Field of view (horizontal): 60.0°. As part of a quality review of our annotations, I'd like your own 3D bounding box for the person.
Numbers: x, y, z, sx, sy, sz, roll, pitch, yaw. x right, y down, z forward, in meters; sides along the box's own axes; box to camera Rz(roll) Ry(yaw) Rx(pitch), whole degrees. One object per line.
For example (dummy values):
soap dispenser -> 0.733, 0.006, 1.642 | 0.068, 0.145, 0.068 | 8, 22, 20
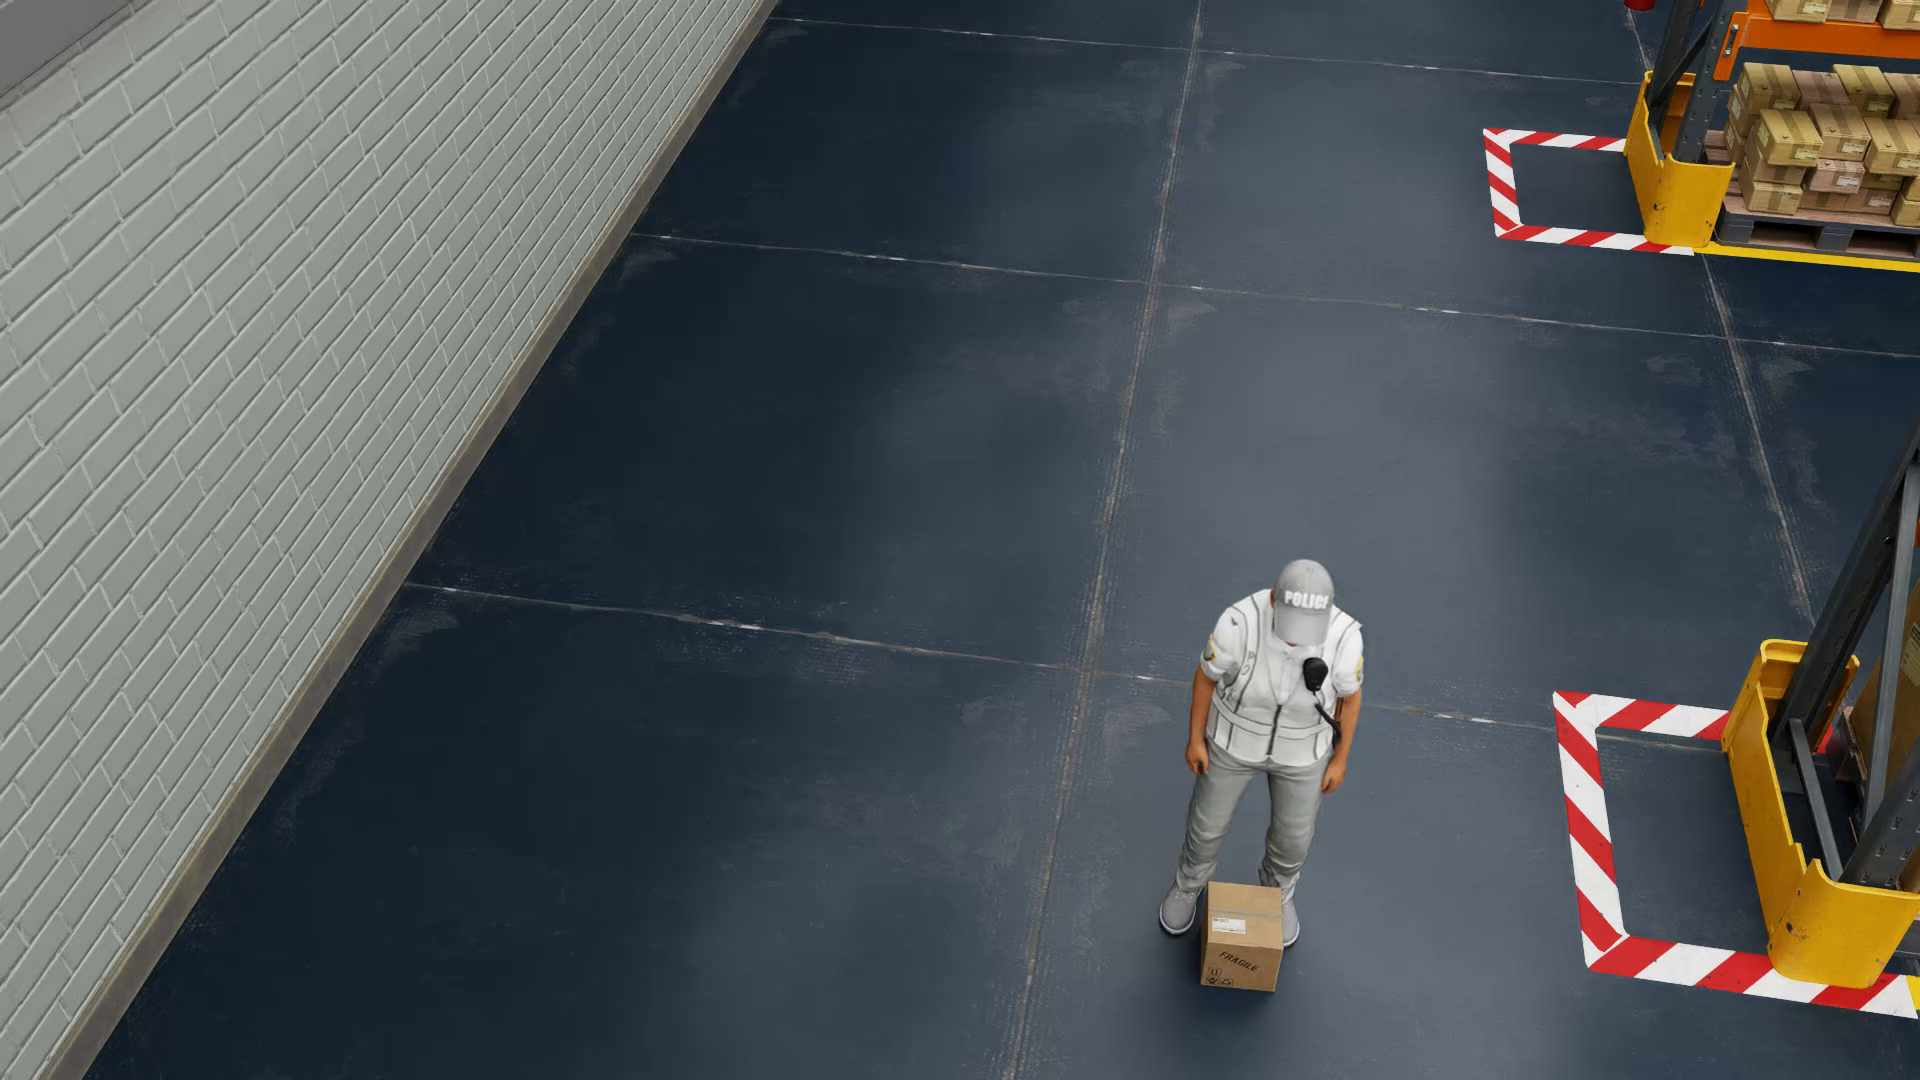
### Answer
person -> 0.986, 0.674, 5.370 | 0.539, 1.667, 0.466 | 7, 41, 8
